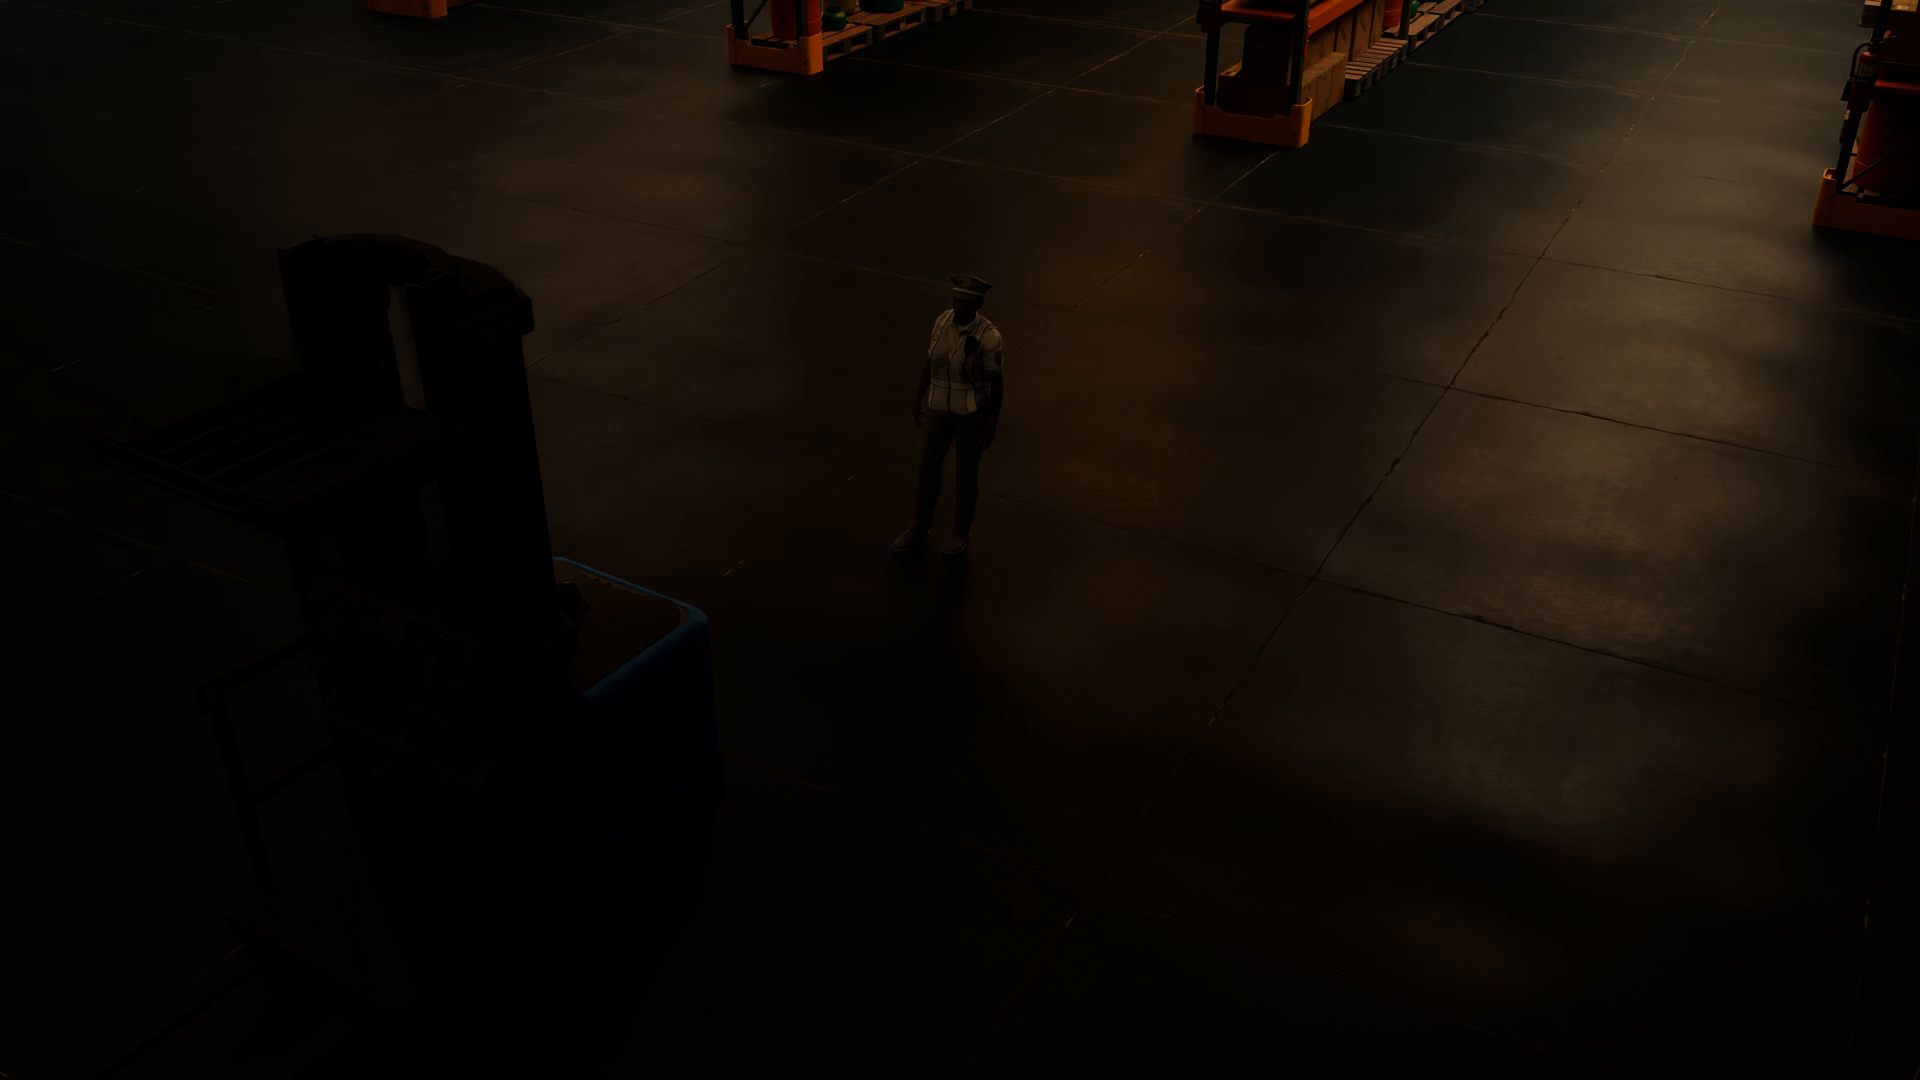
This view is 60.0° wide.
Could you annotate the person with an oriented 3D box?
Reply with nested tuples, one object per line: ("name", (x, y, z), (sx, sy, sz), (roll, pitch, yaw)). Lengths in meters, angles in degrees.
("person", (-0.054, -0.711, 9.528), (0.569, 1.693, 0.528), (15, 33, 25))

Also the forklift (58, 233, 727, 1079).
("forklift", (-2.311, 0.463, 6.268), (1.130, 2.935, 3.031), (18, 34, 28))
